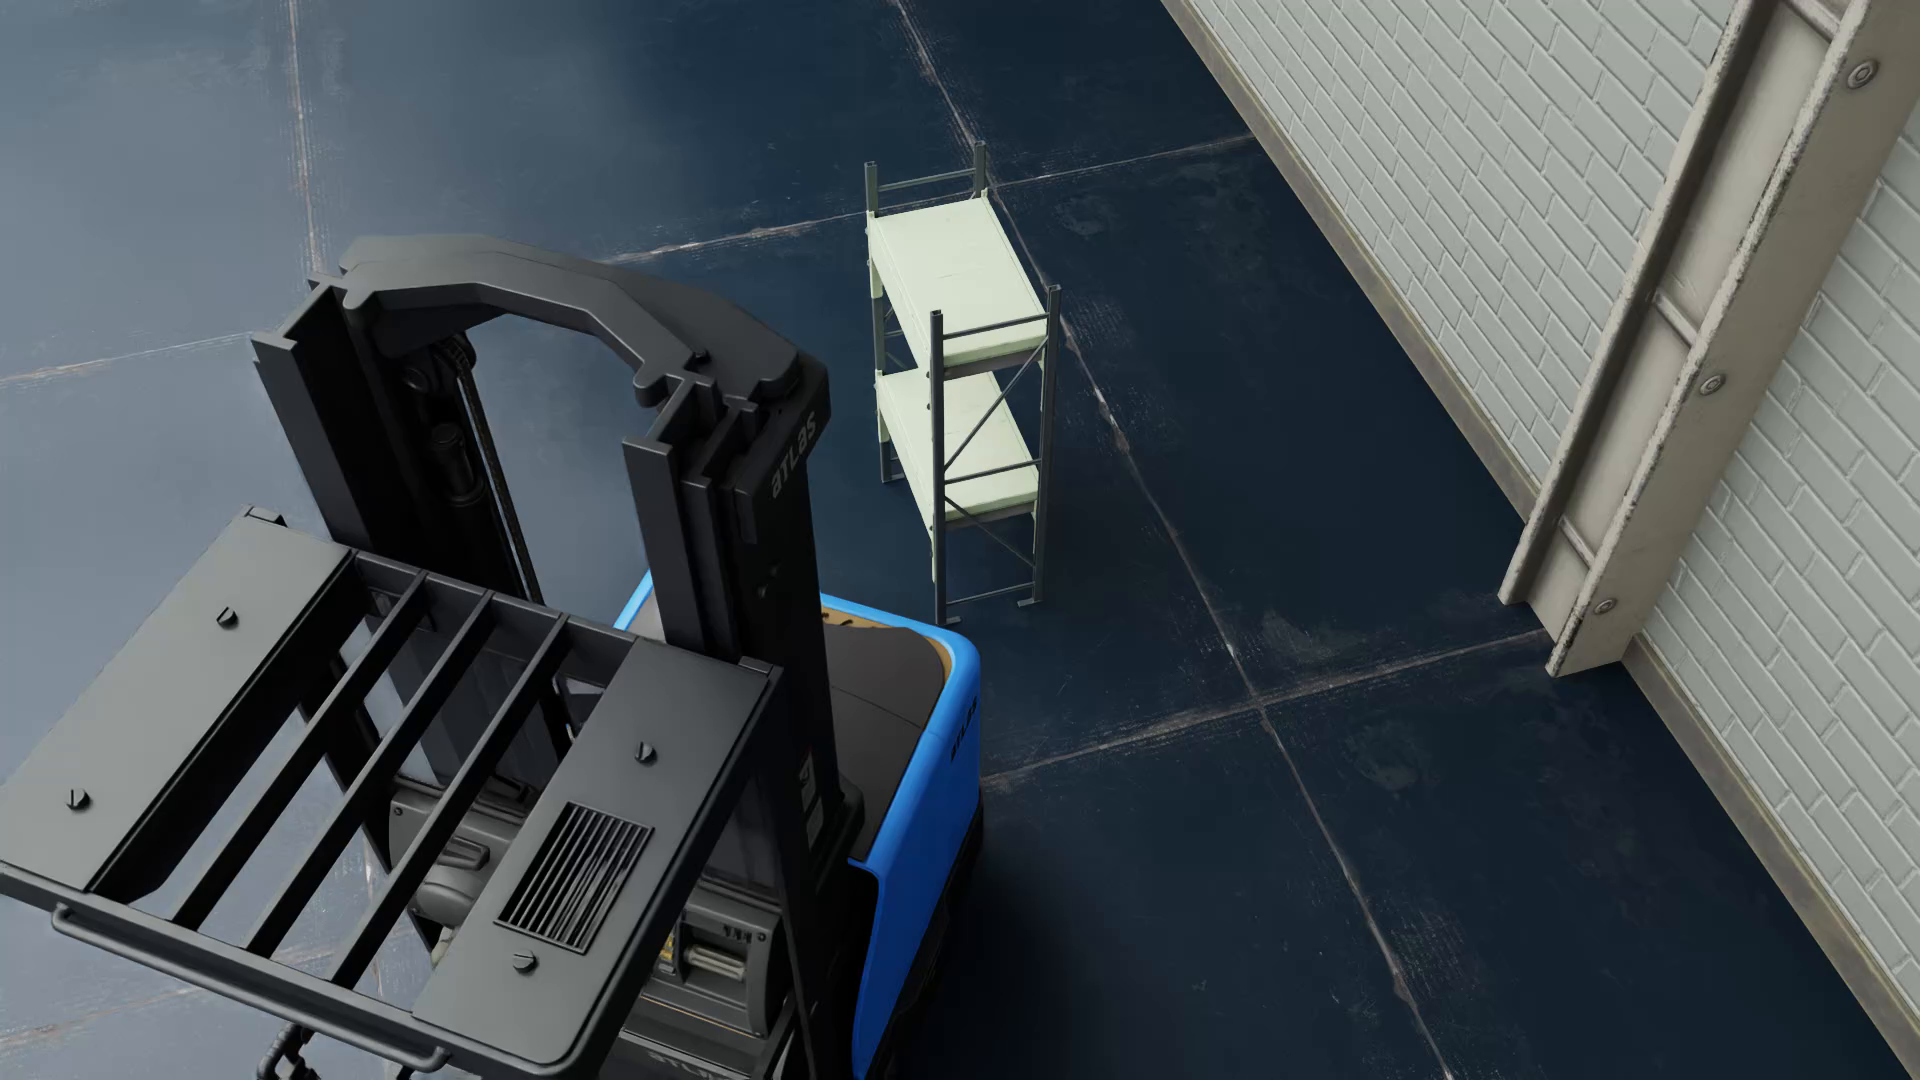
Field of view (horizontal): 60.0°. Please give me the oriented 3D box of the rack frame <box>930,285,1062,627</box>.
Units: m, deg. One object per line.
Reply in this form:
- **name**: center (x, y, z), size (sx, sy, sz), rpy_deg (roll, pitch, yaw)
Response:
- **rack frame**: center (0.106, -0.221, 5.455), size (0.400, 1.500, 0.023), rpy_deg (-13, 51, -11)

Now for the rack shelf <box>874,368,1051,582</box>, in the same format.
- **rack shelf**: center (-0.002, -0.278, 5.930), size (0.431, 0.370, 0.720), rpy_deg (-13, 51, -11)

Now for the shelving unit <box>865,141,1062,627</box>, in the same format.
- **shelving unit**: center (-0.002, -0.488, 5.681), size (0.431, 1.500, 0.755), rpy_deg (-13, 51, -11)

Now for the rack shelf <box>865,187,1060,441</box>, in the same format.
- **rack shelf**: center (-0.002, -0.740, 5.382), size (0.431, 0.370, 0.720), rpy_deg (-13, 51, -11)

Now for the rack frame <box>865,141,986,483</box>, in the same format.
- **rack frame**: center (-0.110, -0.756, 5.906), size (0.400, 1.500, 0.023), rpy_deg (-13, 51, -11)

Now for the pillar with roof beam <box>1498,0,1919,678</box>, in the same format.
- **pillar with roof beam**: center (-1.943, -1.621, 1.731), size (9.100, 9.000, 0.400), rpy_deg (-13, 51, -11)

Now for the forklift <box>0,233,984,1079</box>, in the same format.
- **forklift**: center (-0.910, 0.956, 3.527), size (1.130, 2.935, 3.031), rpy_deg (16, 52, 13)
